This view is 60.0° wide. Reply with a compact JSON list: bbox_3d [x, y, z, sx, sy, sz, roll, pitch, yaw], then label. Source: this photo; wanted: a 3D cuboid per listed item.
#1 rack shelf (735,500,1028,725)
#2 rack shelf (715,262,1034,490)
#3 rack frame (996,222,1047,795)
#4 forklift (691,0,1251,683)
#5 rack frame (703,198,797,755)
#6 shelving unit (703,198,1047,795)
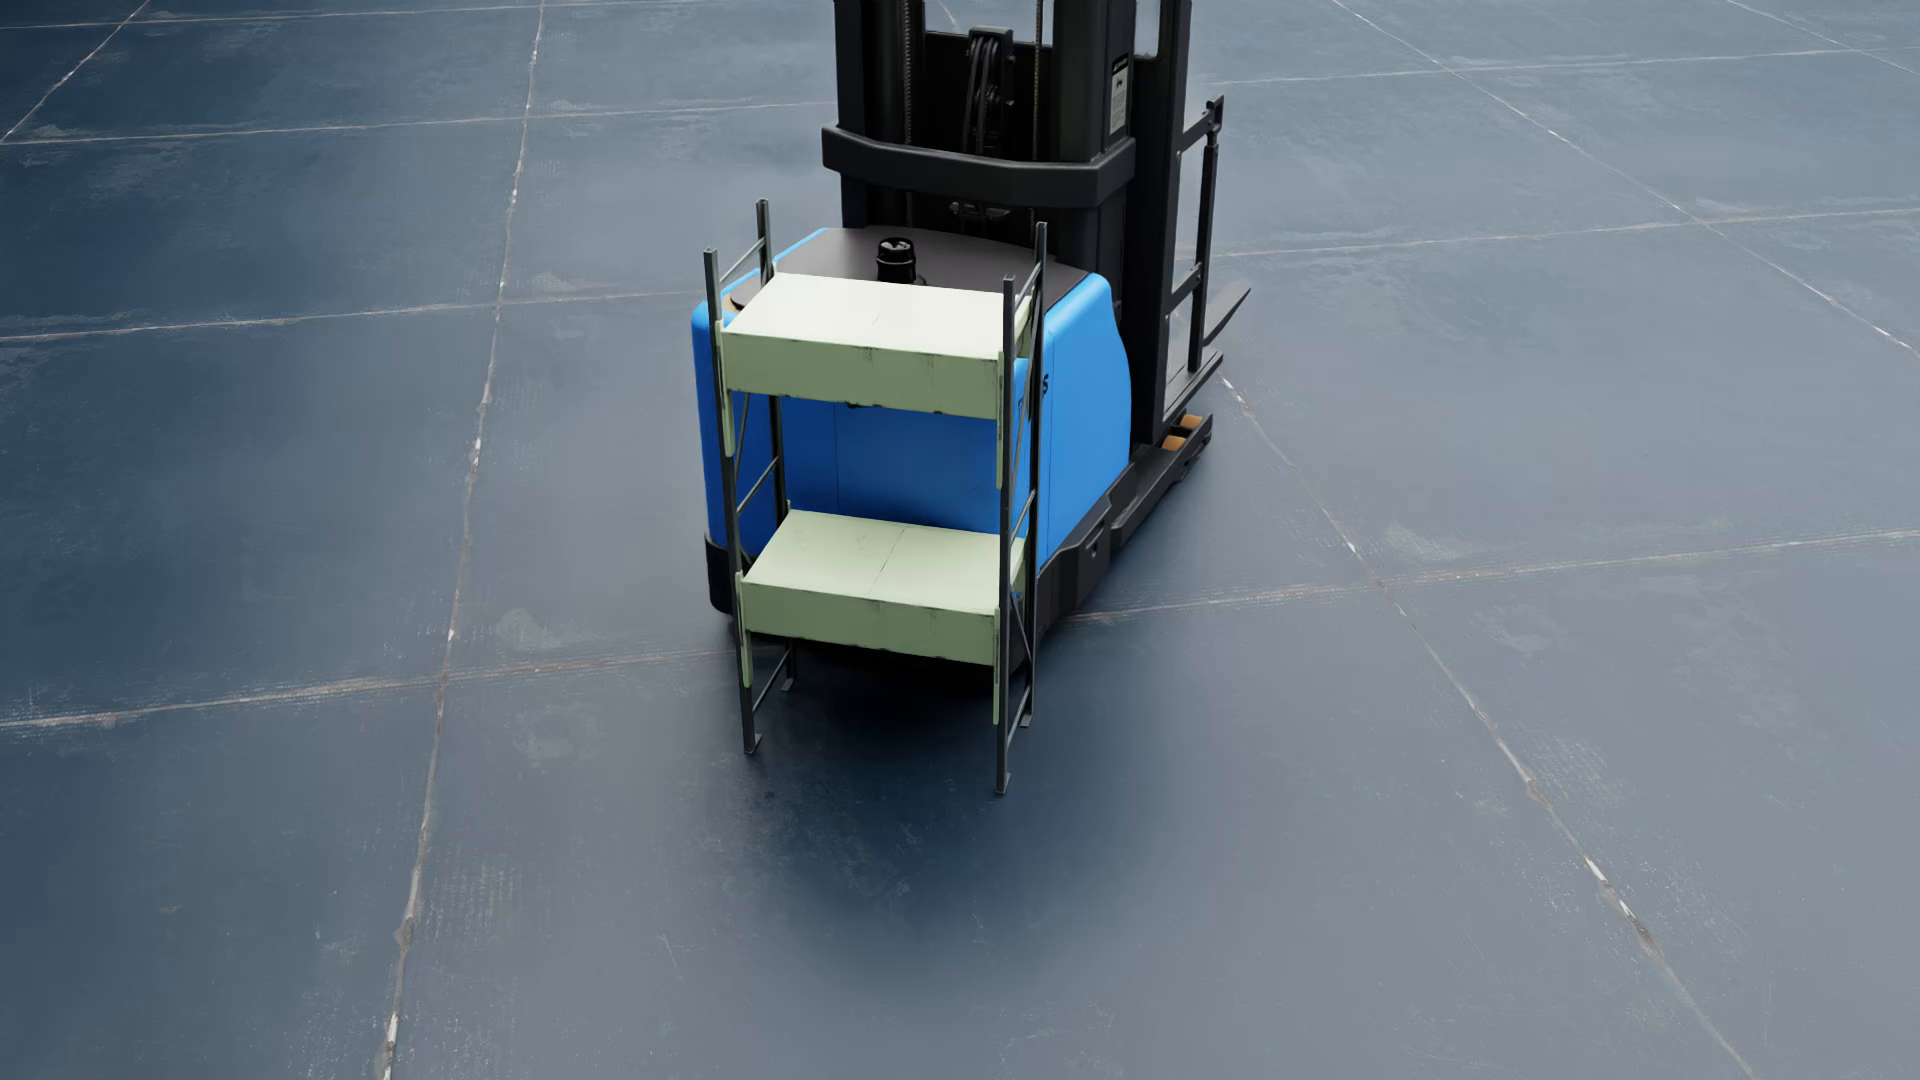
[{"bbox_3d":[-0.197,0.190,4.591,0.720,0.370,0.431,7,31,12],"label":"rack shelf"},{"bbox_3d":[-0.197,-0.428,4.228,0.720,0.370,0.431,7,31,12],"label":"rack shelf"},{"bbox_3d":[0.158,-0.046,4.349,0.023,1.500,0.400,7,31,12],"label":"rack frame"},{"bbox_3d":[0.301,-1.569,5.527,1.130,2.935,3.031,14,33,22],"label":"forklift"},{"bbox_3d":[-0.553,-0.136,4.502,0.023,1.500,0.400,7,31,12],"label":"rack frame"},{"bbox_3d":[-0.197,-0.091,4.425,0.755,1.500,0.431,7,31,12],"label":"shelving unit"}]
